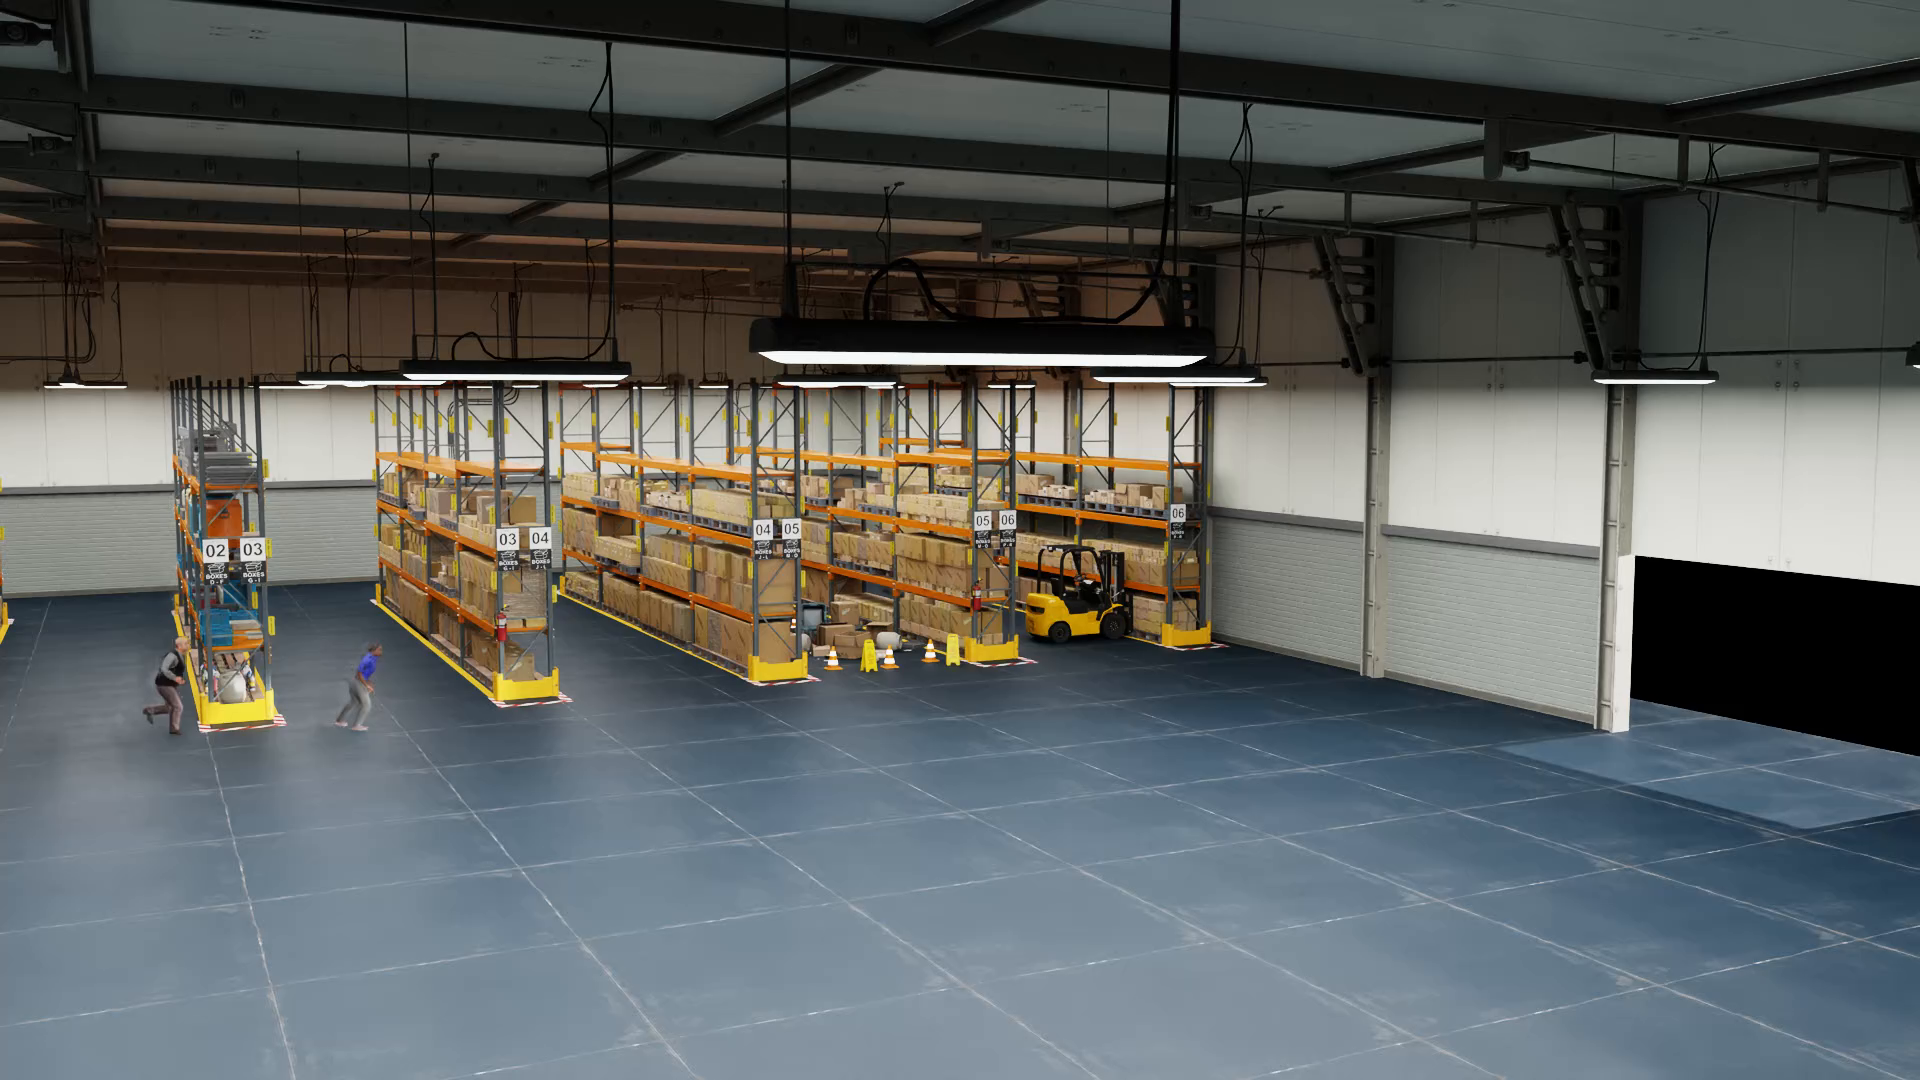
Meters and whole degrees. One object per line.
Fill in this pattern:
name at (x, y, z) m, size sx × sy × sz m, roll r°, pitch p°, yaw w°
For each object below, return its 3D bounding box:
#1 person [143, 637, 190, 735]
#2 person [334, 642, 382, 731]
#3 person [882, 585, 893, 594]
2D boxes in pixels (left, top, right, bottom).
person at (-13.253, 2.456, 27.740) m, size 0.817 × 1.664 × 0.653 m, roll 0°, pitch 5°, yaw -1°
person at (-10.203, 2.474, 28.195) m, size 0.828 × 1.513 × 0.626 m, roll -1°, pitch 5°, yaw -15°
person at (-2.118, 0.797, 47.193) m, size 0.645 × 1.519 × 1.127 m, roll -2°, pitch 5°, yaw -21°
